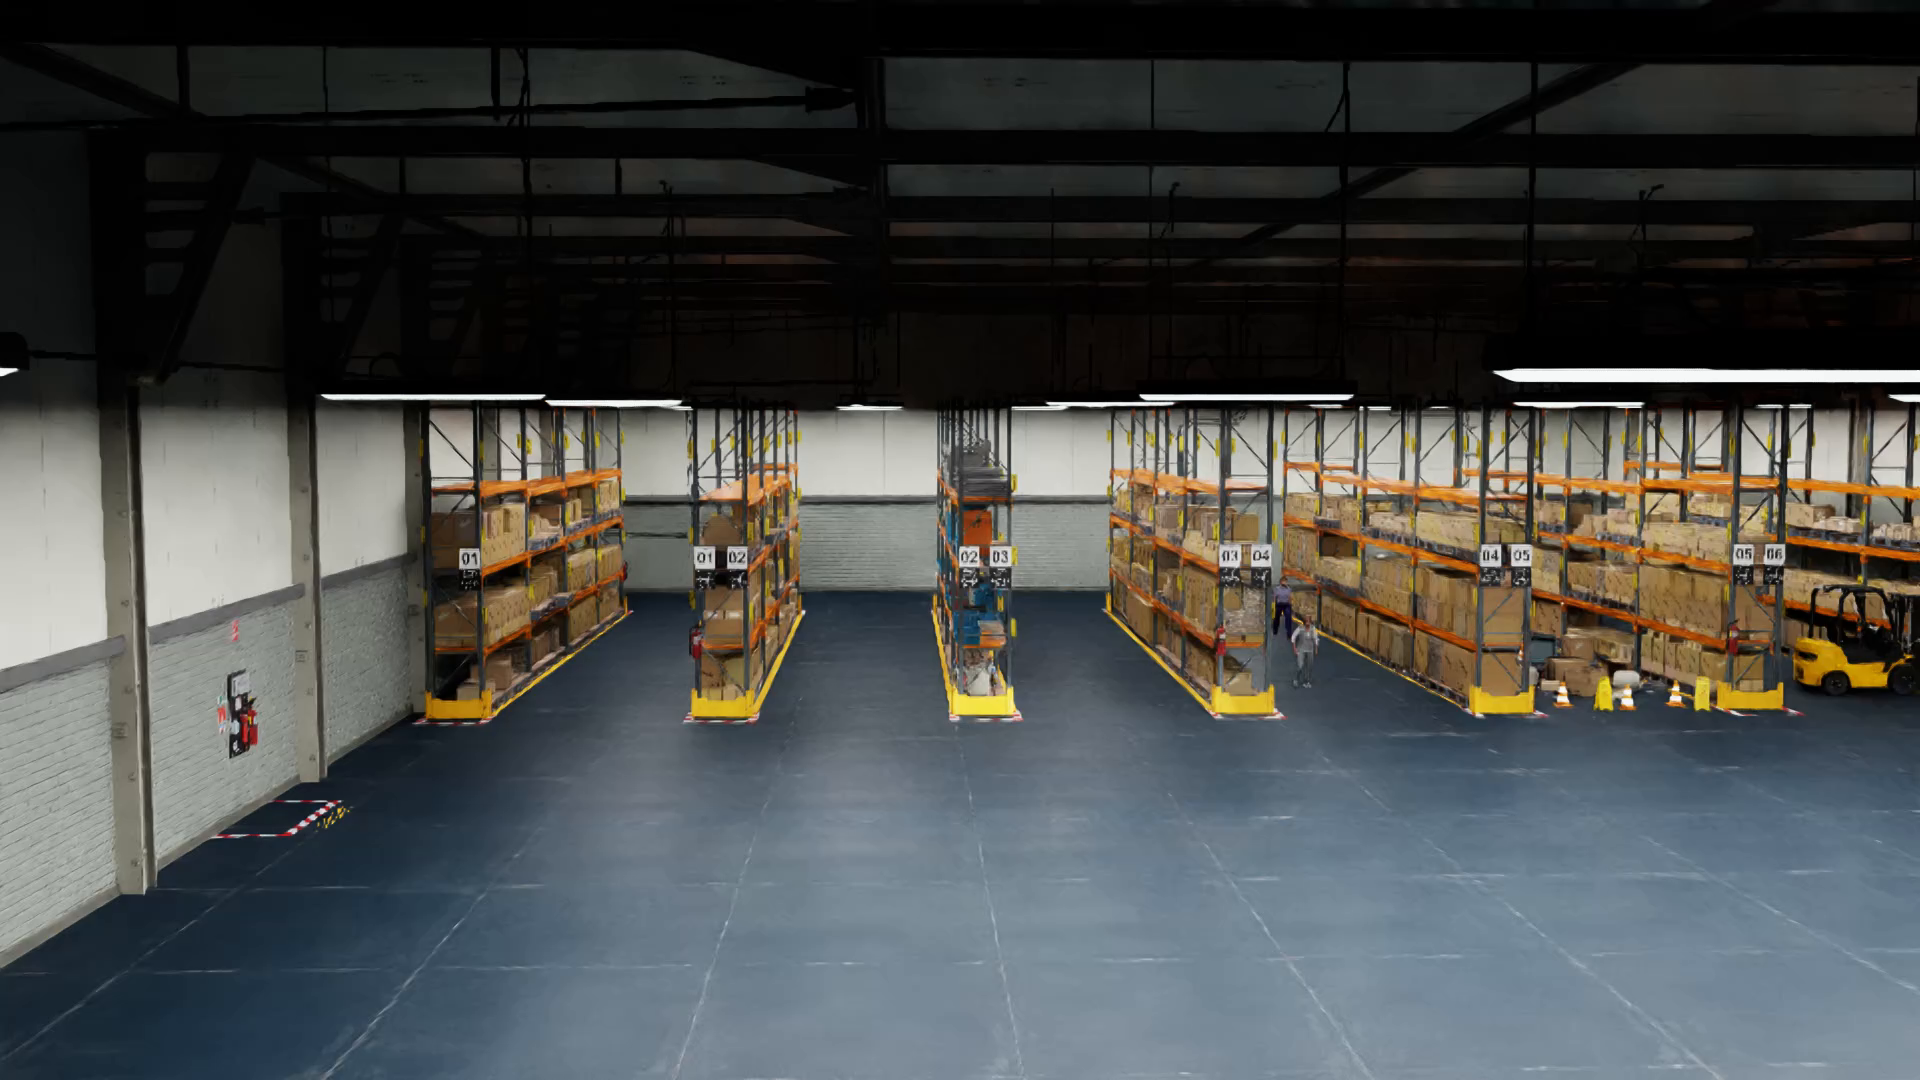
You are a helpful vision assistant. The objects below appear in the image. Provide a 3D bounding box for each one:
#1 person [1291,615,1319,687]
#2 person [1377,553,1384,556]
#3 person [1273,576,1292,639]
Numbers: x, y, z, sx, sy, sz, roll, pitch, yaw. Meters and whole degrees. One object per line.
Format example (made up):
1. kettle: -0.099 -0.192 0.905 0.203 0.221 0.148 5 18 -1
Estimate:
1. person: 7.148 2.350 34.495 0.566 1.433 0.519 0 4 -4
2. person: 11.698 1.243 46.403 0.581 1.768 0.641 2 5 22
3. person: 8.145 1.686 42.057 0.479 1.555 1.090 0 4 0
